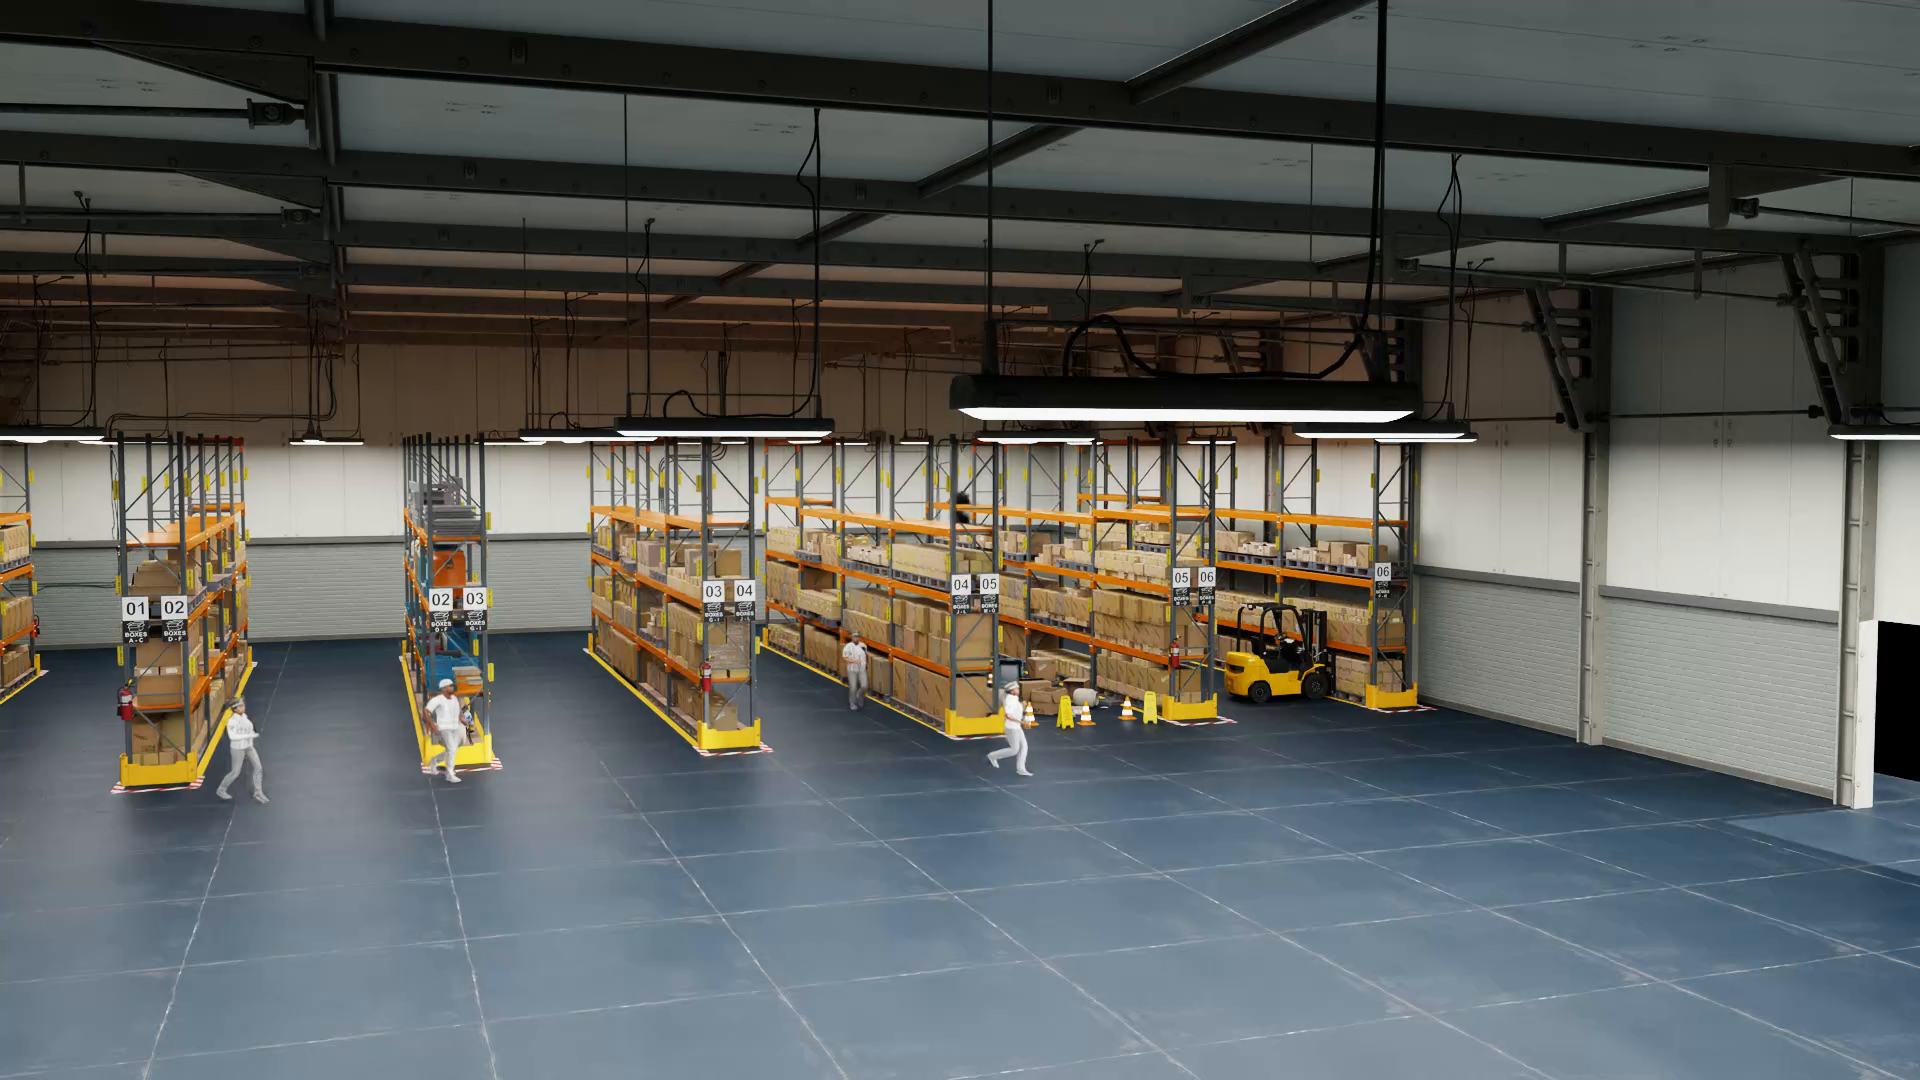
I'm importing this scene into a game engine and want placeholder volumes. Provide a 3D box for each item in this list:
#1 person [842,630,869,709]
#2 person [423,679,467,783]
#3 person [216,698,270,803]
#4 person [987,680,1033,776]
[{"bbox_3d":[-2.238,2.829,36.265,0.640,1.742,0.636,-1,3,-22],"label":"person"},{"bbox_3d":[-8.845,3.274,28.710,0.729,1.738,0.749,1,3,24],"label":"person"},{"bbox_3d":[-11.590,3.396,26.863,0.857,1.722,0.620,1,3,15],"label":"person"},{"bbox_3d":[0.883,3.288,29.060,0.791,1.692,0.578,0,3,8],"label":"person"}]
